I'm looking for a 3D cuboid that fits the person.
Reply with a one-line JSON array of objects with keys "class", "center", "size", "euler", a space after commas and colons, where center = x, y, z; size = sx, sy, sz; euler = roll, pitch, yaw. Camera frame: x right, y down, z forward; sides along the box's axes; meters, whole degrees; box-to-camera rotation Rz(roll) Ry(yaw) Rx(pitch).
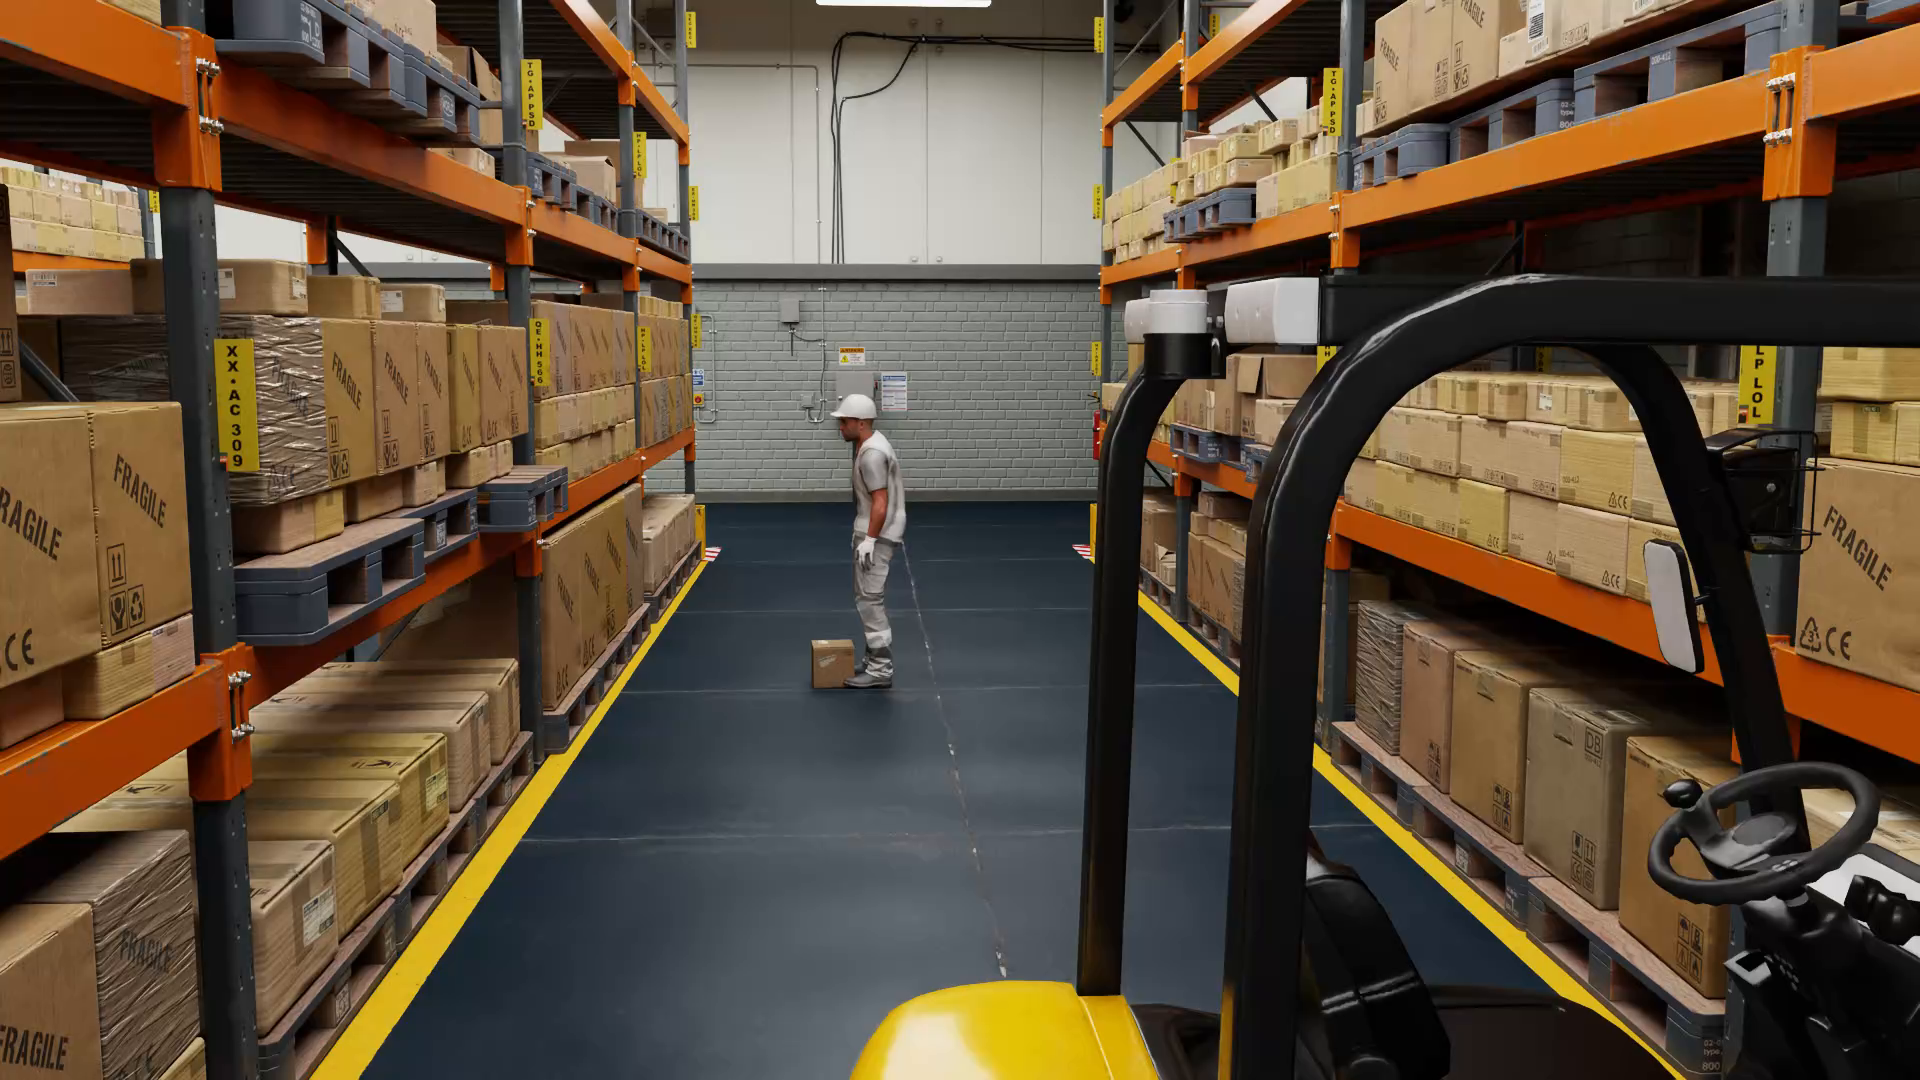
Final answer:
[{"class": "person", "center": [-0.560, 0.002, 10.161], "size": [0.454, 1.779, 0.620], "euler": [-1, 7, -5]}]
